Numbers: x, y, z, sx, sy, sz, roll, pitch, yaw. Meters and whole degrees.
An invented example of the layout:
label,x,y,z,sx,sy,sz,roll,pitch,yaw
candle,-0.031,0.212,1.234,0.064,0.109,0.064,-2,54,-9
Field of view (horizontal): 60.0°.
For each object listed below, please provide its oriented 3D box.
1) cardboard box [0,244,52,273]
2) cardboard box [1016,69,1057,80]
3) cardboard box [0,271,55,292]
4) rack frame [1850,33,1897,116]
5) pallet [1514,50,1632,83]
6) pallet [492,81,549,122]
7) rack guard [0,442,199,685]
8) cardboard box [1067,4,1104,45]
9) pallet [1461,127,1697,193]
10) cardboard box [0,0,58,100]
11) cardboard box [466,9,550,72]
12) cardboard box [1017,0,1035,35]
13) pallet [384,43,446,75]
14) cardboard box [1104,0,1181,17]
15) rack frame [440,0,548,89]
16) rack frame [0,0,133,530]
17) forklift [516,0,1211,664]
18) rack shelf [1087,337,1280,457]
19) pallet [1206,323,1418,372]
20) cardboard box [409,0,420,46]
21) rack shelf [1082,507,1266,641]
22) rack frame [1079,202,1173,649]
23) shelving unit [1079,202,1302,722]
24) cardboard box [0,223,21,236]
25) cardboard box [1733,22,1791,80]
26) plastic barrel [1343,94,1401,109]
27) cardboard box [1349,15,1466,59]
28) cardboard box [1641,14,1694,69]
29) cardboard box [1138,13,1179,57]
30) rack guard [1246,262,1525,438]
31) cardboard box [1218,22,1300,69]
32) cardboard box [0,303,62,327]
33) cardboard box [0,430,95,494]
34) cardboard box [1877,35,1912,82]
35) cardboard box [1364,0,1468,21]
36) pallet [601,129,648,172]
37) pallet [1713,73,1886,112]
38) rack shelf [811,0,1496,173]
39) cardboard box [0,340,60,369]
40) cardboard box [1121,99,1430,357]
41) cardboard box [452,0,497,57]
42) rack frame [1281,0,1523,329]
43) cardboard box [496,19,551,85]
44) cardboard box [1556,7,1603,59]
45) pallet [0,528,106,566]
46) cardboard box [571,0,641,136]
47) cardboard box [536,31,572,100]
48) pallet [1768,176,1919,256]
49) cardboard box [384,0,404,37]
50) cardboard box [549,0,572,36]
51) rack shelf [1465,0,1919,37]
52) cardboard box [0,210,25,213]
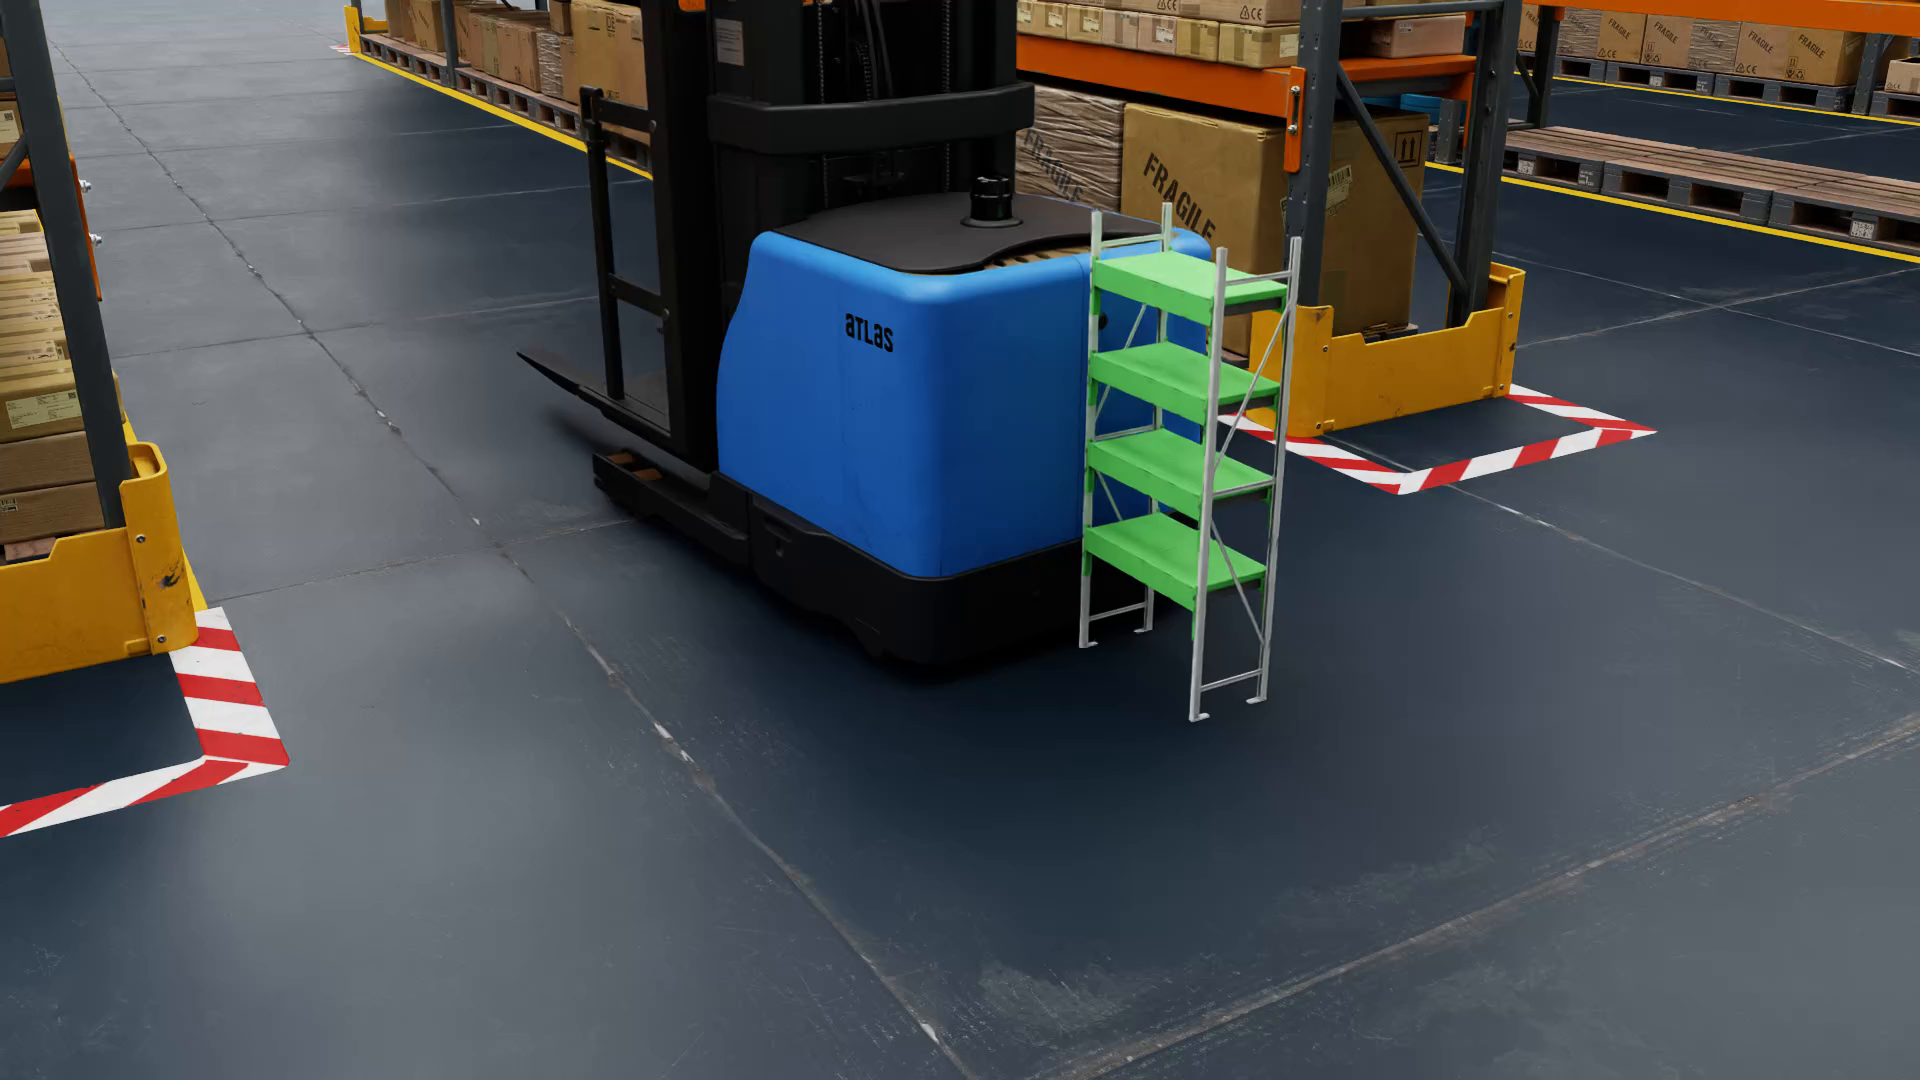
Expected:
label,x,y,z,sx,sy,sz,roll,pitch,yaw
cardboard box,-3.556,-0.989,6.199,0.380,0.149,0.250,-14,26,-30
cardboard box,0.353,-1.924,8.325,0.875,0.875,0.875,-13,25,-28
cardboard box,-3.312,-0.824,5.794,0.380,0.149,0.250,-12,25,-27
rack frame,8.143,-5.138,13.969,1.000,3.000,0.127,-13,25,-28
pallet,6.449,-4.892,17.067,1.003,0.211,1.213,-13,25,-28
pallet,-3.435,-3.885,14.589,1.003,0.211,1.213,-13,25,-28
rack guard,-2.686,0.116,4.363,1.175,0.500,0.348,-13,25,-28
cardboard box,0.680,-2.205,7.086,0.380,0.149,0.250,-13,26,-29
pallet,4.292,-2.664,11.586,1.003,0.211,1.213,-13,25,-28
cardboard box,-2.639,-1.400,4.245,0.500,0.500,0.500,-11,25,-26
cardboard box,-4.166,-4.667,15.544,0.700,0.500,0.500,-15,26,-32
cardboard box,0.423,-2.370,7.491,0.380,0.149,0.250,-12,25,-27
pallet,-5.462,-5.138,17.671,1.003,0.211,1.213,-13,25,-28
cardboard box,0.934,-2.278,6.735,0.500,0.250,0.500,-13,26,-29
rack frame,-4.462,-5.824,15.656,1.000,3.000,0.127,-13,25,-28
rack frame,-2.647,-1.018,3.832,1.000,3.000,0.127,-13,25,-28
forklift,-0.584,-1.526,5.173,1.130,2.935,3.031,-16,27,-34
rack shelf,0.559,-0.365,4.148,0.258,0.148,0.480,-13,25,-28
pallet,1.192,-0.891,7.223,1.003,0.211,1.213,-13,25,-28
cardboard box,-5.562,-5.556,17.760,0.500,0.500,0.500,-10,24,-23
rack shelf,0.559,0.080,4.328,0.258,0.148,0.480,-13,25,-28
rack frame,0.435,-0.280,4.408,0.240,1.200,0.015,-13,25,-28
shelving unit,0.559,-0.202,4.214,0.258,1.200,0.503,-13,25,-28
cardboard box,-3.922,-1.144,6.580,0.380,0.149,0.250,-12,25,-27
cardboard box,7.399,-4.450,15.012,0.500,0.500,0.500,-13,25,-28
plastic barrel,3.258,-3.818,12.949,0.600,0.901,0.708,-13,25,-28
cardboard box,1.771,-2.001,6.585,0.380,0.149,0.250,-12,25,-28
cardboard box,6.882,-4.777,15.816,0.500,0.500,0.500,-14,26,-30
cardboard box,0.941,-2.040,6.681,0.380,0.149,0.250,-13,25,-28
rack guard,1.680,-0.773,6.550,1.175,0.500,0.348,-13,25,-28
cardboard box,1.203,-1.875,6.274,0.380,0.149,0.250,-12,25,-27
cardboard box,-3.084,-0.639,5.338,0.380,0.149,0.250,-14,26,-31
cardboard box,-2.694,-0.248,4.772,0.380,0.149,0.250,-11,25,-26
cardboard box,8.106,-4.387,14.857,0.500,0.500,0.500,-14,26,-31
cardboard box,1.655,-2.215,6.581,0.500,0.250,0.500,-13,26,-30
pallet,-2.080,-2.967,12.331,1.003,0.211,1.213,-13,25,-28
pallet,7.695,-4.102,15.124,1.003,0.211,1.213,-13,25,-28
rack shelf,0.647,-2.253,7.827,1.077,0.370,4.000,-13,25,-28
cardboard box,-2.867,-0.468,4.918,0.380,0.149,0.250,-12,25,-27
cardboard box,1.272,-1.341,6.891,0.875,0.875,0.875,-13,25,-28
cardboard box,-4.931,-5.181,16.837,0.500,0.500,0.500,-5,23,-11
rack frame,1.668,-1.939,6.099,1.000,3.000,0.127,-13,25,-28
cardboard box,-3.653,-4.327,14.710,0.700,0.500,0.500,-15,27,-33
cardboard box,6.359,-5.108,16.631,0.500,0.500,0.500,-14,26,-30
pallet,-3.071,-0.020,5.081,1.003,0.211,1.213,-13,25,-28
cardboard box,-2.084,-3.512,12.231,1.225,0.875,0.875,-14,26,-31
cardboard box,-3.072,-3.965,13.818,0.700,0.500,0.500,-15,27,-33
pallet,5.538,-1.874,9.643,1.003,0.211,1.213,-13,25,-28
cardboard box,-6.200,-5.950,18.728,0.500,0.500,0.500,-8,23,-18
cardboard box,-3.066,-4.303,13.654,0.500,0.250,0.500,-10,24,-22
rack shelf,4.905,-3.206,10.171,1.077,0.370,4.000,-13,25,-28
cardboard box,-4.121,-1.322,7.018,0.380,0.149,0.250,-12,25,-28
